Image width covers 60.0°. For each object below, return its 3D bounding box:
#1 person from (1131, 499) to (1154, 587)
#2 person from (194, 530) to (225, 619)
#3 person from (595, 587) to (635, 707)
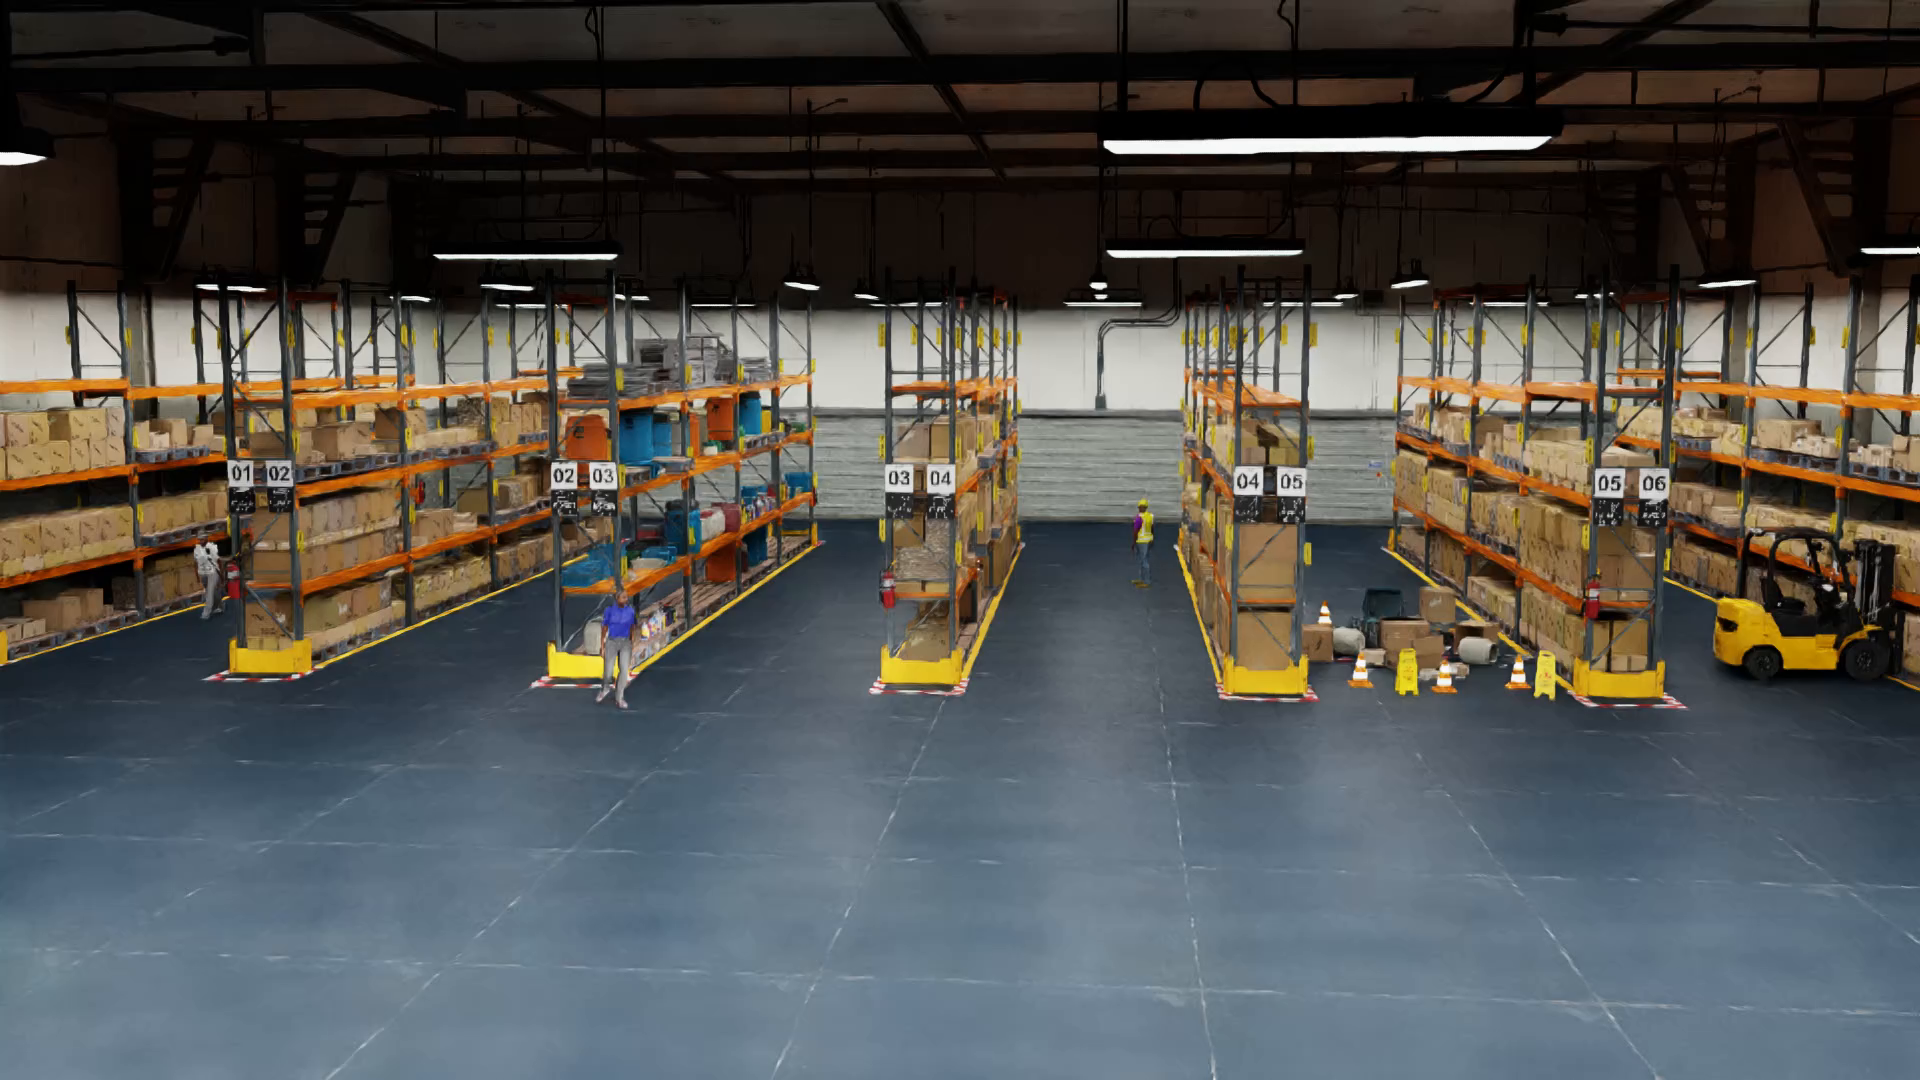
[{"bbox_3d":[3.665,0.041,33.561,0.565,1.764,0.669,5,9,35],"label":"person"},{"bbox_3d":[-13.460,0.586,29.740,0.456,1.580,1.087,1,7,7],"label":"person"},{"bbox_3d":[-4.715,1.440,22.705,0.525,1.648,0.518,-4,8,-31],"label":"person"}]
